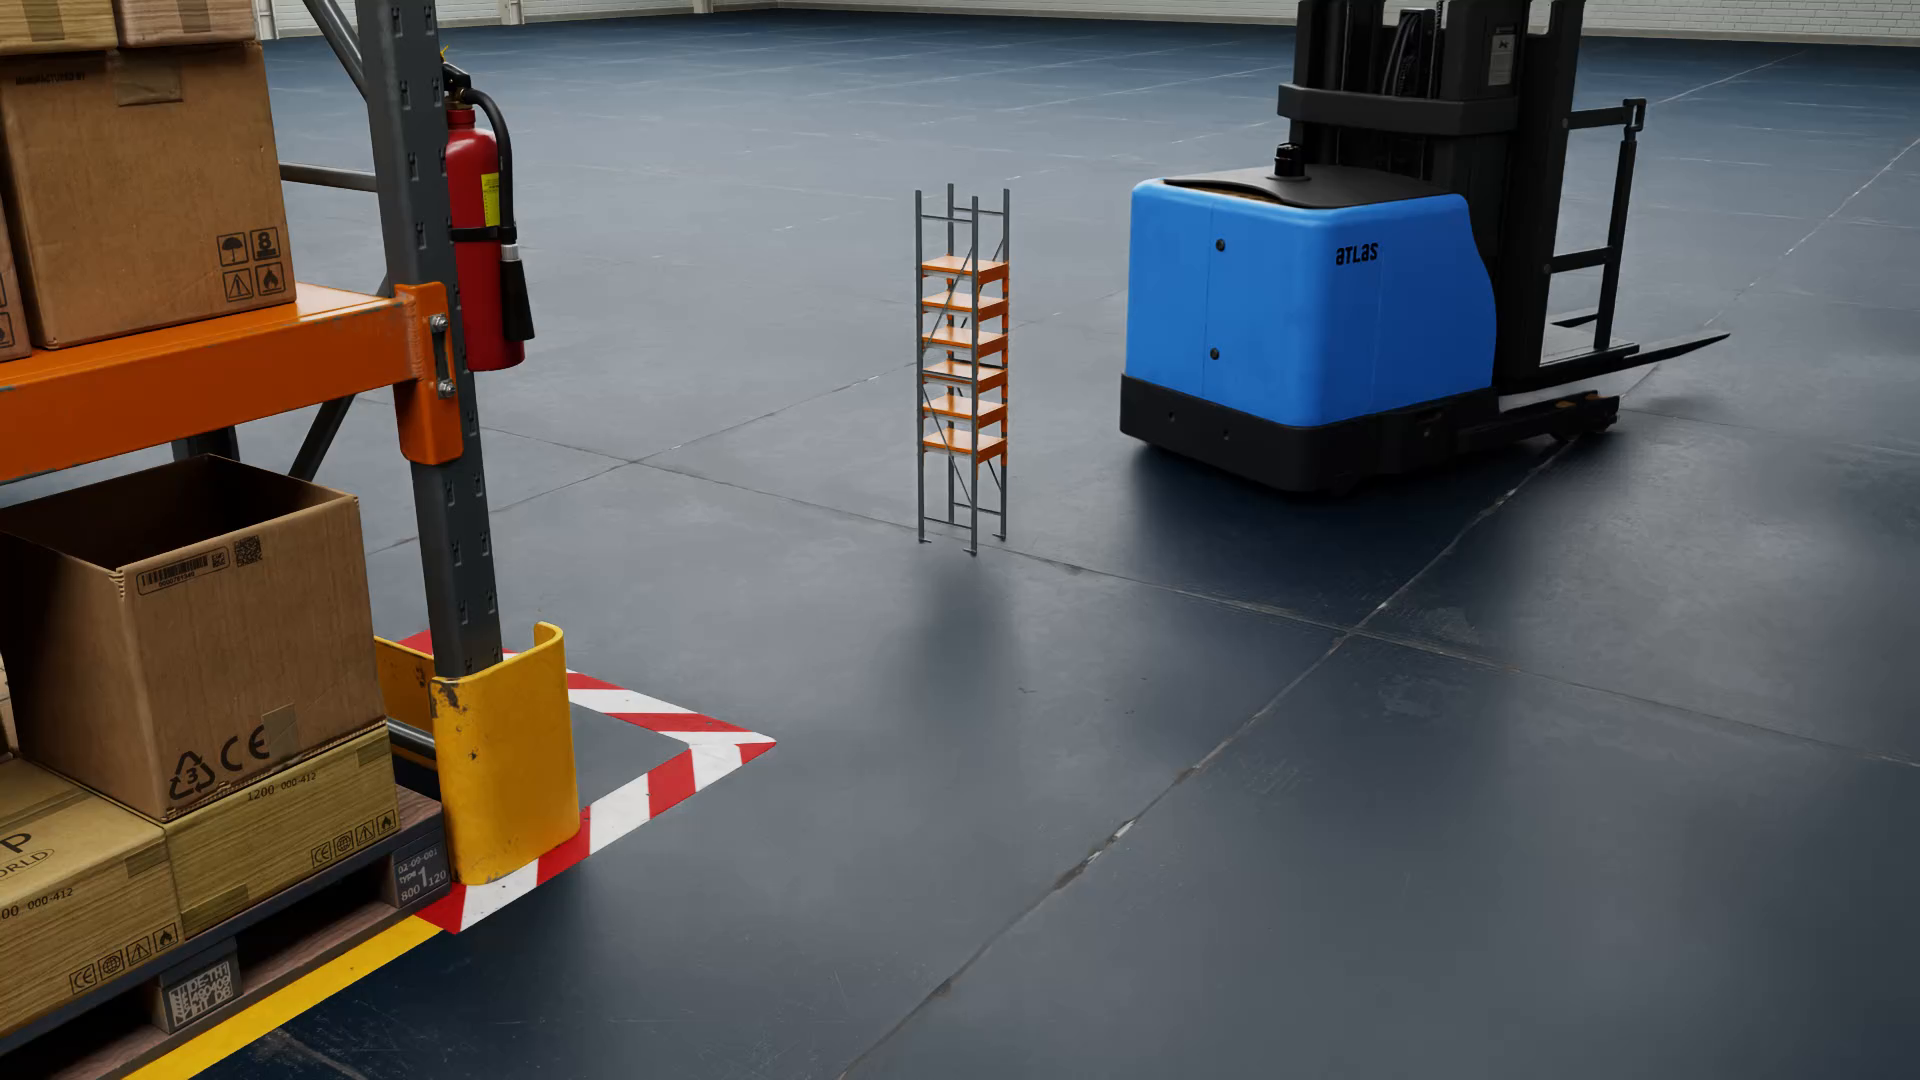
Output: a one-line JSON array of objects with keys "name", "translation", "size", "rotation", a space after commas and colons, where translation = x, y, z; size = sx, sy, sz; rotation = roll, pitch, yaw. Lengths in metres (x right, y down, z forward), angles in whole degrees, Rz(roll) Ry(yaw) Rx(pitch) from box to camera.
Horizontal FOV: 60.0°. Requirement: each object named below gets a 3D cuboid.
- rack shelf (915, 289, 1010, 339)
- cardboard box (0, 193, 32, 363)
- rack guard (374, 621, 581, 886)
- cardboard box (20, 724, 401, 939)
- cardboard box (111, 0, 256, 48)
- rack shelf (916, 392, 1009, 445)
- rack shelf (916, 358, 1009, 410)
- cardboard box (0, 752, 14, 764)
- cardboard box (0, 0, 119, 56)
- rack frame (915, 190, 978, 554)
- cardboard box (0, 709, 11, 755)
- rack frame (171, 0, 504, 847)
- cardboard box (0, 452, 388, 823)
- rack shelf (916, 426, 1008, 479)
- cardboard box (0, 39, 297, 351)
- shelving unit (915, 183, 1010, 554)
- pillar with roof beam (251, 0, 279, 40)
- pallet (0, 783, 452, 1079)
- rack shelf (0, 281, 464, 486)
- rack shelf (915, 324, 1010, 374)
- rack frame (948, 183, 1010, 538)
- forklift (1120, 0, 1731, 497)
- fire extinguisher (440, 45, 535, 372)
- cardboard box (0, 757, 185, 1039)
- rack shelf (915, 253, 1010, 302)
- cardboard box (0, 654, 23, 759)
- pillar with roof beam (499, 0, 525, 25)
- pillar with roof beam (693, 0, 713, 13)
[{"name": "rack shelf", "translation": [0.008, -0.750, 5.500], "size": [0.258, 0.103, 0.180], "rotation": [13, 24, 32]}, {"name": "cardboard box", "translation": [-2.028, -0.551, 2.786], "size": [0.700, 0.500, 0.500], "rotation": [14, 24, 33]}, {"name": "rack guard", "translation": [-1.450, 0.379, 4.021], "size": [1.175, 0.500, 0.348], "rotation": [13, 24, 32]}, {"name": "cardboard box", "translation": [-1.521, 0.517, 3.401], "size": [0.500, 0.250, 0.500], "rotation": [13, 24, 32]}, {"name": "cardboard box", "translation": [-1.521, -0.991, 3.042], "size": [0.380, 0.149, 0.250], "rotation": [13, 24, 31]}, {"name": "rack shelf", "translation": [0.008, -0.413, 5.625], "size": [0.258, 0.103, 0.180], "rotation": [13, 24, 32]}, {"name": "rack shelf", "translation": [0.008, -0.525, 5.583], "size": [0.258, 0.103, 0.180], "rotation": [13, 24, 32]}, {"name": "cardboard box", "translation": [-2.227, 0.560, 3.284], "size": [0.500, 0.250, 0.500], "rotation": [13, 24, 32]}, {"name": "cardboard box", "translation": [-1.667, -0.916, 2.838], "size": [0.380, 0.149, 0.250], "rotation": [14, 24, 33]}, {"name": "rack frame", "translation": [-0.043, -0.541, 5.497], "size": [0.240, 1.200, 0.006], "rotation": [13, 24, 32]}, {"name": "cardboard box", "translation": [-2.228, 0.208, 3.155], "size": [0.500, 0.500, 0.500], "rotation": [13, 24, 32]}, {"name": "rack frame", "translation": [-1.464, -0.787, 3.569], "size": [1.000, 3.000, 0.127], "rotation": [13, 24, 32]}, {"name": "cardboard box", "translation": [-1.519, 0.166, 3.270], "size": [0.500, 0.500, 0.500], "rotation": [13, 24, 32]}, {"name": "rack shelf", "translation": [0.008, -0.300, 5.667], "size": [0.258, 0.103, 0.180], "rotation": [13, 24, 32]}, {"name": "cardboard box", "translation": [-1.737, -0.702, 3.196], "size": [0.700, 0.500, 0.500], "rotation": [13, 24, 32]}, {"name": "shelving unit", "translation": [0.008, -0.567, 5.568], "size": [0.258, 1.200, 0.189], "rotation": [13, 24, 32]}, {"name": "pillar with roof beam", "translation": [-9.415, -12.734, 27.220], "size": [9.100, 9.000, 0.400], "rotation": [13, 24, 32]}, {"name": "pallet", "translation": [-1.859, 0.748, 3.437], "size": [1.003, 0.211, 1.213], "rotation": [13, 24, 32]}, {"name": "rack shelf", "translation": [-2.588, 0.124, 2.142], "size": [1.077, 0.370, 4.000], "rotation": [13, 24, 32]}, {"name": "rack shelf", "translation": [0.008, -0.638, 5.542], "size": [0.258, 0.103, 0.180], "rotation": [13, 24, 32]}, {"name": "rack frame", "translation": [0.060, -0.593, 5.639], "size": [0.240, 1.200, 0.006], "rotation": [13, 24, 32]}, {"name": "forklift", "translation": [2.147, -1.917, 6.722], "size": [3.031, 2.935, 1.130], "rotation": [-14, 24, -33]}, {"name": "fire extinguisher", "translation": [-1.013, -0.694, 3.429], "size": [0.296, 0.674, 0.183], "rotation": [13, 24, 32]}, {"name": "cardboard box", "translation": [-1.792, 0.663, 3.007], "size": [0.500, 0.250, 0.500], "rotation": [13, 24, 32]}, {"name": "rack shelf", "translation": [0.008, -0.863, 5.459], "size": [0.258, 0.103, 0.180], "rotation": [13, 24, 32]}, {"name": "cardboard box", "translation": [-1.949, 0.416, 3.674], "size": [0.500, 0.250, 0.500], "rotation": [13, 24, 32]}, {"name": "pillar with roof beam", "translation": [-6.043, -14.456, 31.874], "size": [9.100, 9.000, 0.400], "rotation": [13, 24, 32]}, {"name": "pillar with roof beam", "translation": [-2.670, -16.177, 36.528], "size": [9.100, 9.000, 0.400], "rotation": [13, 24, 32]}]
